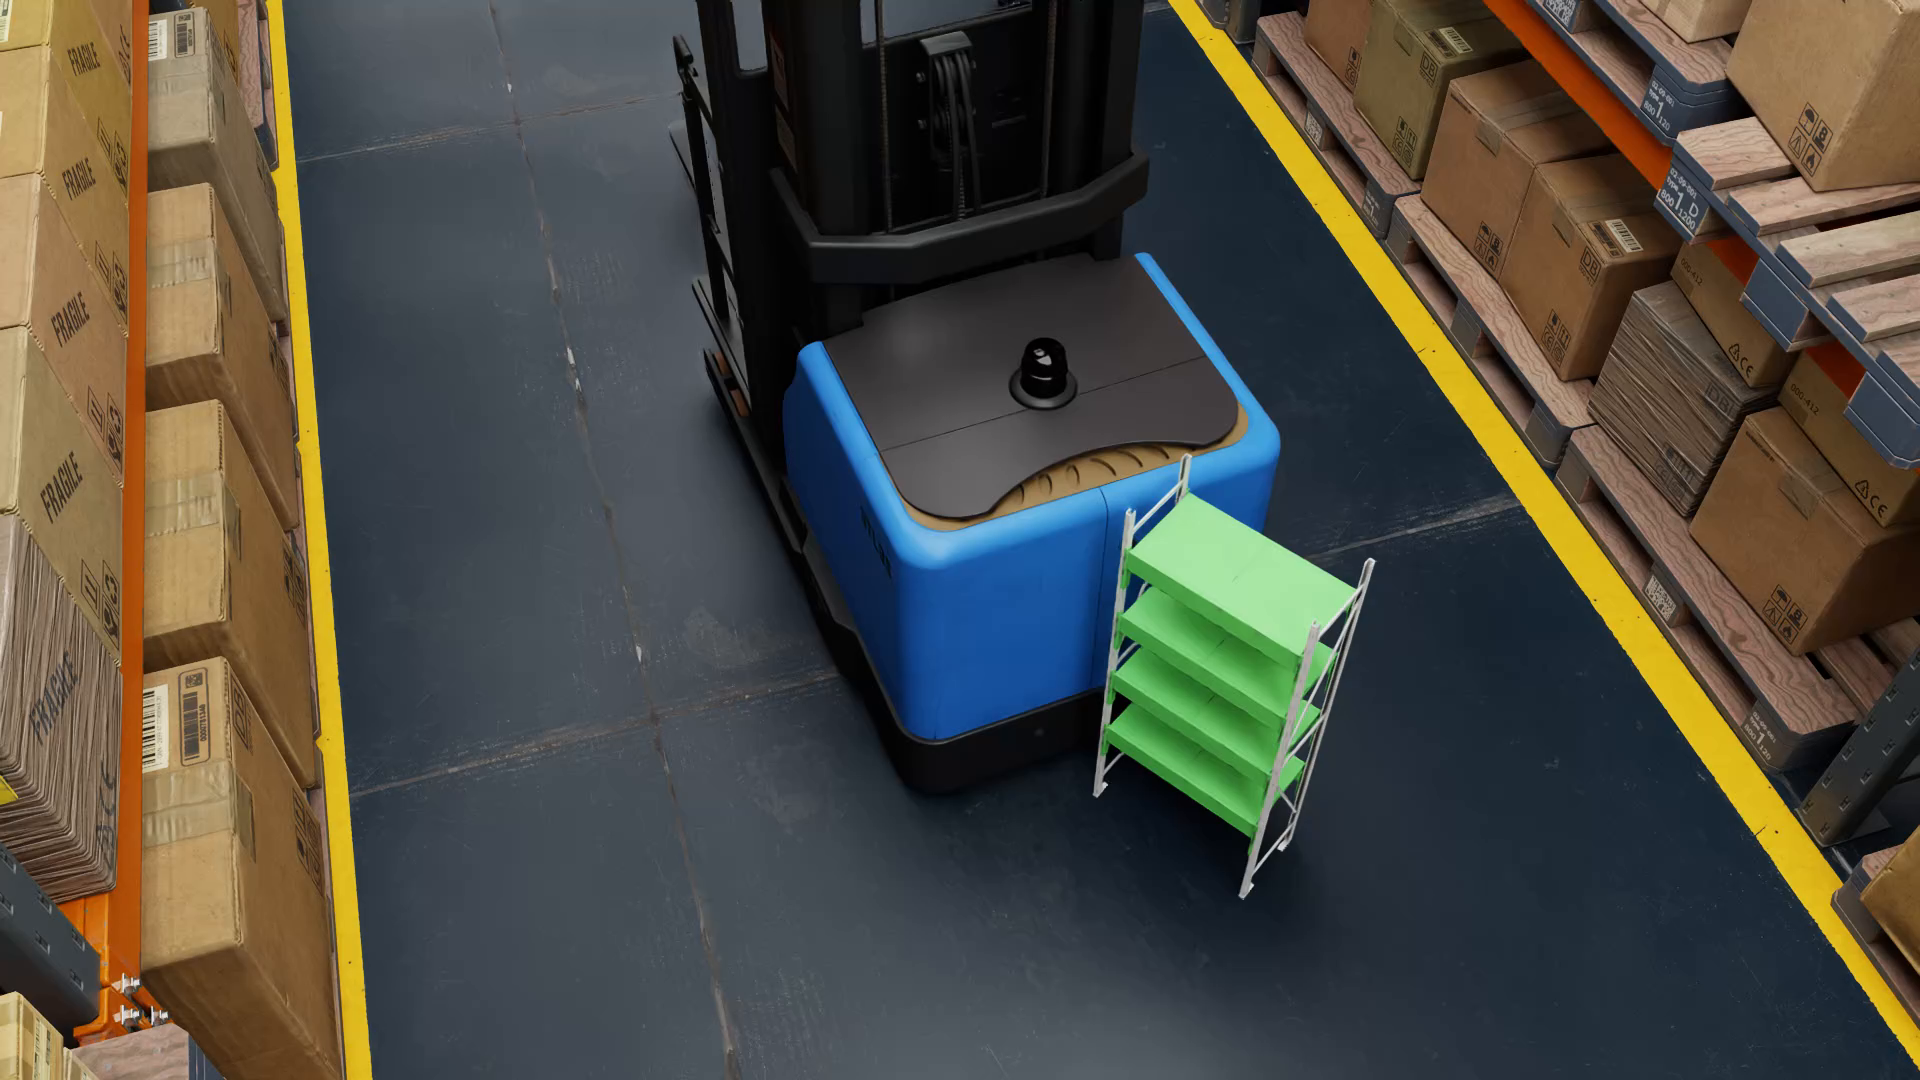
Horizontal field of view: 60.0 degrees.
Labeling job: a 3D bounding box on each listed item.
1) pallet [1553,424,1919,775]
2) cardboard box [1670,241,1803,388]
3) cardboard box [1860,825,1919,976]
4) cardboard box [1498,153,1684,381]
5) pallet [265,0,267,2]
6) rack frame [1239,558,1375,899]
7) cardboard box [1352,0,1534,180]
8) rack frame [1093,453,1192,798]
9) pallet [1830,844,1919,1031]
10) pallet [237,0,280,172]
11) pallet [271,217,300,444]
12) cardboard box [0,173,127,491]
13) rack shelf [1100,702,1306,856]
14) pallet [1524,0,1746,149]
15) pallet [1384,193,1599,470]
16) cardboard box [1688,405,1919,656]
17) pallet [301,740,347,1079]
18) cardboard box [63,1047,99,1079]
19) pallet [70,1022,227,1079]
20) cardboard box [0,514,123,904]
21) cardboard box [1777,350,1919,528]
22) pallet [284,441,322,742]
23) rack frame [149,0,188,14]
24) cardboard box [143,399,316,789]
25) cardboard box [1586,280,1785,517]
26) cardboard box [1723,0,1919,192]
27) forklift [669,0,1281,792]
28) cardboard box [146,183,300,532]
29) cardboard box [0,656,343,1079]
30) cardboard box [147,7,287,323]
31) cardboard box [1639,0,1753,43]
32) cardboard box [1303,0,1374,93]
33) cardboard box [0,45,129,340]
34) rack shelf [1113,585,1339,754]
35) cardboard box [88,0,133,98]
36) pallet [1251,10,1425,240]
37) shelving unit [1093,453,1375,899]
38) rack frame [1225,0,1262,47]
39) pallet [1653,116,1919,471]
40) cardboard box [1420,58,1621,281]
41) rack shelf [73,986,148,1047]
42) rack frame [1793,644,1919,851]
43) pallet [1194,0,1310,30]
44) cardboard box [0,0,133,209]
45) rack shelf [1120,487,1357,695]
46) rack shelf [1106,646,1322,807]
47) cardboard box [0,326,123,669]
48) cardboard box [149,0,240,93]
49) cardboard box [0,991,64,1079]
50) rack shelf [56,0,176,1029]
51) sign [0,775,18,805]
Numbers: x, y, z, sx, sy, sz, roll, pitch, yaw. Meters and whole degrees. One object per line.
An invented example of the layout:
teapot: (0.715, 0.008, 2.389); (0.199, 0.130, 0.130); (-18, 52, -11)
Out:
pallet: (2.576, 0.049, 5.071); (1.003, 0.211, 1.213); (-13, 51, -11)
cardboard box: (2.413, -0.725, 4.756); (0.500, 0.250, 0.500); (-8, 50, -7)
cardboard box: (2.990, 0.779, 3.746); (1.225, 0.875, 0.875); (-15, 52, -13)
cardboard box: (2.238, -0.915, 5.406); (0.700, 0.500, 0.500); (-9, 51, -8)
pallet: (-3.659, -2.720, 7.405); (1.003, 0.211, 1.213); (-13, 51, -11)
rack frame: (0.827, 0.499, 4.044); (0.015, 1.200, 0.240); (33, 57, 24)
cardboard box: (1.907, -1.731, 6.094); (0.700, 0.500, 0.500); (-14, 51, -11)
rack frame: (0.453, 0.260, 4.246); (0.015, 1.200, 0.240); (33, 57, 24)
pallet: (2.967, 1.213, 4.090); (1.003, 0.211, 1.213); (-13, 51, -11)
pallet: (-3.295, -1.827, 6.652); (1.003, 0.211, 1.213); (-13, 51, -11)
pallet: (-2.845, -0.708, 5.708); (1.003, 0.211, 1.213); (-13, 51, -11)
cardboard box: (-2.139, -0.392, 3.553); (0.500, 0.500, 0.500); (-13, 51, -11)
rack shelf: (0.640, 0.575, 4.378); (0.480, 0.148, 0.258); (33, 57, 24)
pallet: (2.182, -1.654, 4.808); (1.003, 0.211, 1.213); (-13, 51, -11)
pallet: (2.219, -0.841, 5.821); (1.003, 0.211, 1.213); (-13, 51, -11)
cardboard box: (2.589, -0.100, 4.720); (0.700, 0.500, 0.500); (-16, 52, -13)
pallet: (-2.123, 1.074, 4.206); (1.003, 0.211, 1.213); (-13, 51, -11)
cardboard box: (-1.381, 0.876, 2.245); (0.380, 0.149, 0.250); (-12, 51, -10)
pallet: (-1.649, 1.327, 2.295); (1.213, 0.211, 1.003); (-13, 51, -11)
cardboard box: (-1.837, 0.347, 2.930); (0.500, 0.500, 0.500); (-13, 51, -11)
cardboard box: (2.579, -0.339, 4.431); (0.500, 0.250, 0.500); (-11, 51, -9)
pallet: (-2.480, 0.185, 4.956); (1.003, 0.211, 1.213); (-13, 51, -11)
rack frame: (-3.145, -2.153, 5.103); (1.000, 3.000, 0.127); (-13, 51, -11)
cardboard box: (-2.318, 0.255, 4.270); (1.050, 0.750, 0.750); (-13, 51, -10)
cardboard box: (2.413, -0.502, 5.059); (0.700, 0.500, 0.500); (-17, 52, -14)
cardboard box: (2.348, -1.217, 3.974); (0.700, 0.500, 0.500); (-7, 50, -6)
forklift: (-0.214, -1.403, 4.516); (1.130, 2.935, 3.031); (-17, 52, -14)
cardboard box: (-2.594, -0.425, 4.843); (1.050, 0.750, 0.750); (-13, 51, -11)
cardboard box: (-2.056, 0.893, 3.732); (1.050, 0.750, 0.750); (-14, 51, -11)
cardboard box: (-2.875, -1.130, 5.438); (1.050, 0.750, 0.750); (-14, 51, -11)
cardboard box: (2.055, -1.528, 4.389); (0.396, 0.266, 0.258); (-15, 51, -12)
cardboard box: (1.784, -2.083, 6.392); (0.700, 0.500, 0.500); (-17, 52, -14)
cardboard box: (-2.284, -0.756, 3.860); (0.500, 0.500, 0.500); (-14, 51, -11)
rack shelf: (0.640, 0.266, 4.011); (0.480, 0.148, 0.258); (33, 57, 24)
cardboard box: (-2.586, -1.495, 4.483); (0.500, 0.500, 0.500); (-14, 51, -11)
pallet: (1.855, -1.733, 6.573); (1.003, 0.211, 1.213); (-13, 51, -11)
shelving unit: (0.640, 0.379, 4.145); (0.503, 1.200, 0.258); (33, 57, 24)
rack frame: (1.623, -3.201, 5.986); (1.000, 3.000, 0.127); (-13, 51, -11)
pallet: (2.494, -0.714, 4.015); (1.213, 0.211, 1.003); (-13, 51, -11)
cardboard box: (2.073, -1.322, 5.750); (0.700, 0.500, 0.500); (-17, 52, -14)
rack shelf: (-1.370, 2.461, 1.684); (1.077, 0.370, 4.000); (-13, 51, -11)
rack frame: (2.806, -0.279, 3.523); (1.000, 3.000, 0.127); (-13, 51, -11)
pallet: (1.391, -2.784, 7.459); (1.003, 0.211, 1.213); (-13, 51, -11)
cardboard box: (-2.436, -1.126, 4.172); (0.500, 0.500, 0.500); (-13, 51, -11)
rack shelf: (0.640, 0.111, 3.827); (0.480, 0.148, 0.258); (33, 57, 24)
rack shelf: (0.640, 0.421, 4.194); (0.480, 0.148, 0.258); (33, 57, 24)
cardboard box: (-1.990, -0.023, 3.242); (0.500, 0.500, 0.500); (-14, 51, -11)
cardboard box: (-3.264, -2.079, 6.155); (0.875, 0.875, 0.875); (-13, 51, -10)
cardboard box: (-1.379, 0.777, 2.134); (0.380, 0.149, 0.250); (-15, 52, -12)
rack shelf: (-2.553, -0.460, 4.147); (1.077, 0.370, 4.000); (-13, 51, -11)
sign: (-1.446, 0.291, 2.337); (0.100, 0.325, 0.005); (-13, 51, -11)
